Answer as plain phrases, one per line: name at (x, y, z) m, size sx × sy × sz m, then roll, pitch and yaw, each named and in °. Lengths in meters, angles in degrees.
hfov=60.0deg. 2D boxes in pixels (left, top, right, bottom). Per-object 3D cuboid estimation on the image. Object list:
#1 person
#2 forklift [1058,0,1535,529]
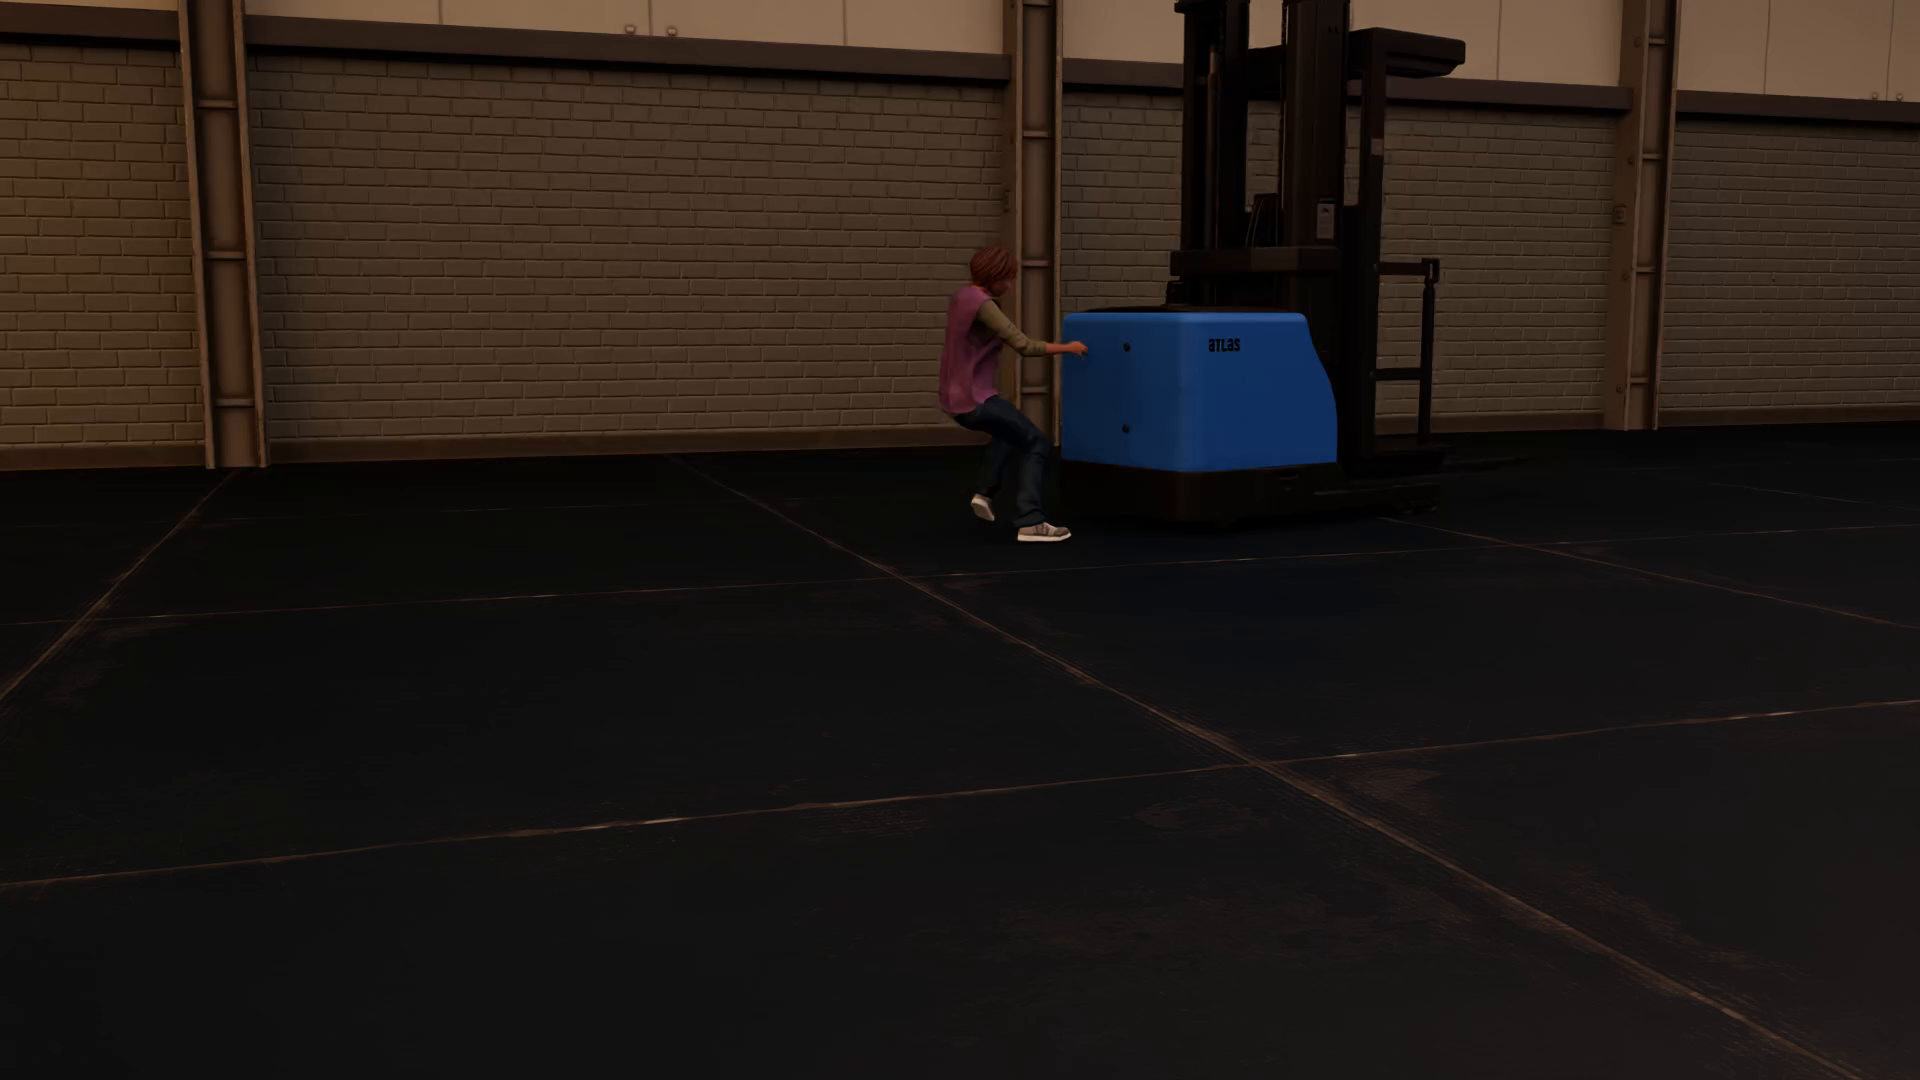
person at (0.244, -0.720, 8.101) m, size 0.674 × 1.373 × 0.878 m, roll -2°, pitch 8°, yaw -15°
forklift at (2.004, -1.638, 9.096) m, size 3.031 × 2.935 × 1.130 m, roll -6°, pitch 10°, yaw -36°
